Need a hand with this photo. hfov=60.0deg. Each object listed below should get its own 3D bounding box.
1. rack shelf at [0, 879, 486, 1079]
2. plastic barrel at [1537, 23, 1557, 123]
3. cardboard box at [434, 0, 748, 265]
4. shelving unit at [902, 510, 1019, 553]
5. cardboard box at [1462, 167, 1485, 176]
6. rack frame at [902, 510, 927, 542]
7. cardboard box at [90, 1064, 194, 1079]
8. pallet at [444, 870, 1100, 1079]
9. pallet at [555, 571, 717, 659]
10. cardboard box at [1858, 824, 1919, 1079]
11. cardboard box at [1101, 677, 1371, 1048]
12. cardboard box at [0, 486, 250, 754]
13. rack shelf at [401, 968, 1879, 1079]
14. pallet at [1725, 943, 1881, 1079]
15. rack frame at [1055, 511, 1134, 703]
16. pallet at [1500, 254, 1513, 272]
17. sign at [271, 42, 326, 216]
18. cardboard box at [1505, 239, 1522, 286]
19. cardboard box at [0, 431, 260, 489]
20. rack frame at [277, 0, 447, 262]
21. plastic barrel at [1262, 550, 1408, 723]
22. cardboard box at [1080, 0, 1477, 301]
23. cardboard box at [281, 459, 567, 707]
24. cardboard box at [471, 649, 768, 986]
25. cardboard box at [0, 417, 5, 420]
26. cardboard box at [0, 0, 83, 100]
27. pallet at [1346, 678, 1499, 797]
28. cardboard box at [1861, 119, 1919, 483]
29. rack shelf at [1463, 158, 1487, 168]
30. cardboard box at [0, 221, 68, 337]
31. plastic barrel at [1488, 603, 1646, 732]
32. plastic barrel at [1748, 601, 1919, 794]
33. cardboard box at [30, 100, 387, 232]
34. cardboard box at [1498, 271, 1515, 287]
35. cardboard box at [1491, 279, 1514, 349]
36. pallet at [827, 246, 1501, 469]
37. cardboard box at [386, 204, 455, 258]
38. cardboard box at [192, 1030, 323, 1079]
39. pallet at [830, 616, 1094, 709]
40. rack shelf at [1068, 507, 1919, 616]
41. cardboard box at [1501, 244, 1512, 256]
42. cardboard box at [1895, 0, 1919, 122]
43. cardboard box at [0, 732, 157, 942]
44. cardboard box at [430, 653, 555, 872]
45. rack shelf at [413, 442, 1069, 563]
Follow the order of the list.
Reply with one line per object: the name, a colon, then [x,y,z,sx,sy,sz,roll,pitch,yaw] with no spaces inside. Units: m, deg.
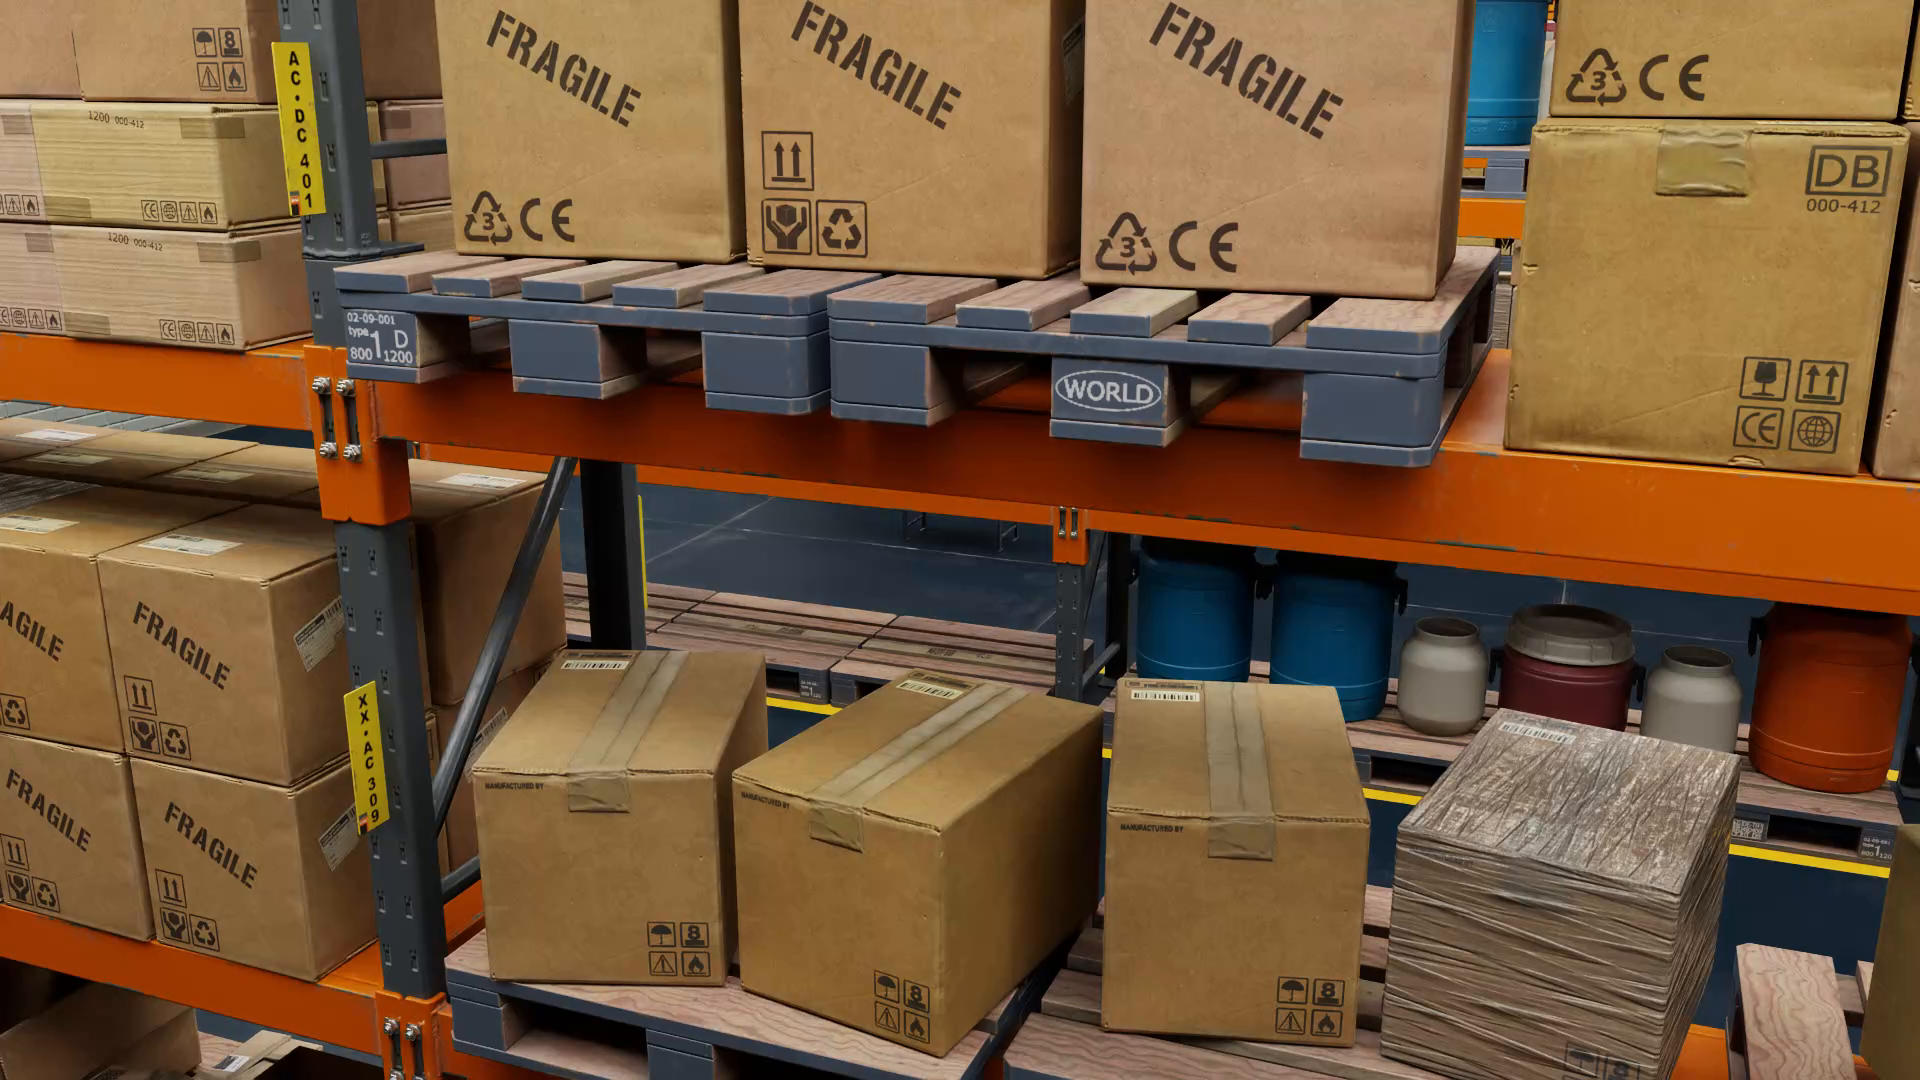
rack shelf: [-2.954,0.888,5.024,4.000,0.370,1.077,6,17,21]
plastic barrel: [2.744,-1.977,7.228,0.433,0.535,0.433,0,16,0]
cardboard box: [-0.652,-0.920,3.471,0.600,0.600,0.600,5,17,15]
shelving unit: [0.006,-0.720,11.962,0.755,1.500,0.431,6,17,21]
cardboard box: [6.485,-4.800,21.356,0.500,0.500,0.500,6,17,21]
rack frame: [-0.334,-0.757,12.091,0.023,1.500,0.400,6,17,21]
cardboard box: [-2.425,1.766,4.744,0.500,0.311,0.500,6,17,21]
pallet: [-0.390,0.950,3.867,1.213,0.211,1.003,6,17,21]
pallet: [-2.240,0.488,10.116,1.213,0.211,1.003,6,17,21]
cardboard box: [2.001,0.872,2.858,0.500,0.500,0.700,1,16,2]
cardboard box: [0.573,0.662,3.579,0.500,0.500,0.700,2,16,7]
cardboard box: [-2.136,0.183,4.190,0.500,0.500,0.500,6,17,20]
rack shelf: [0.767,1.297,3.614,4.000,0.370,1.077,6,17,21]
pallet: [1.972,1.198,3.012,1.003,0.211,1.213,6,17,21]
rack frame: [0.728,-0.537,8.643,0.127,3.000,1.000,6,17,21]
pallet: [5.117,-2.889,17.090,1.213,0.211,1.003,6,17,21]
sign: [-1.285,-0.800,3.241,0.005,0.325,0.100,6,17,21]
cardboard box: [4.360,-2.155,12.239,0.637,0.503,0.797,7,18,22]
cardboard box: [-2.386,-0.007,4.846,0.500,0.500,0.500,6,17,19]
rack frame: [-1.093,-2.134,3.382,0.127,3.000,1.000,6,17,21]
plastic barrel: [1.886,0.402,8.420,0.708,0.901,0.600,6,17,21]
cardboard box: [0.590,-0.784,3.003,0.600,0.600,0.600,6,17,18]
cardboard box: [-1.428,0.098,4.483,0.500,0.500,0.500,7,18,22]
cardboard box: [-0.735,0.604,3.780,0.500,0.500,0.700,1,16,2]
cardboard box: [-3.345,-0.112,5.208,0.500,0.500,0.500,7,18,22]
cardboard box: [-1.973,-1.349,4.087,0.500,0.500,0.700,6,17,21]
pallet: [2.569,1.016,8.294,1.213,0.211,1.003,6,17,21]
cardboard box: [1.735,-0.420,2.681,0.500,0.500,0.910,6,17,21]
rack shelf: [4.406,-2.712,12.045,4.000,0.370,1.077,6,17,21]
cardboard box: [-2.104,-0.656,3.941,0.500,0.250,0.500,6,17,21]
plastic barrel: [2.937,0.668,8.066,0.708,0.588,0.600,6,17,21]
plastic barrel: [3.987,0.667,7.634,0.708,0.830,0.600,6,17,21]
cardboard box: [-1.645,-0.840,3.681,0.500,0.250,0.500,6,17,21]
cardboard box: [4.027,-1.788,12.774,0.500,0.500,0.500,6,17,20]
cardboard box: [3.815,-1.655,12.315,0.500,0.500,0.500,6,17,19]
pallet: [0.454,-0.413,3.172,1.003,0.211,1.213,6,17,21]
cardboard box: [-1.455,-0.735,4.214,0.500,0.250,0.500,6,17,21]
cardboard box: [-2.213,1.712,5.190,0.250,0.166,0.380,6,17,21]
pallet: [0.029,0.737,9.256,1.213,0.211,1.003,6,17,21]
rack shelf: [2.588,0.013,8.038,4.000,0.370,1.077,6,17,21]
cardboard box: [5.381,-2.940,16.616,0.250,0.149,0.380,6,17,21]
cardboard box: [1.750,-0.911,2.577,0.500,0.500,0.500,6,17,21]
cardboard box: [-2.132,0.662,4.332,0.500,0.500,0.500,7,18,22]
cardboard box: [-1.467,0.577,4.628,0.500,0.500,0.500,7,18,22]
rack shelf: [-1.133,-0.396,9.448,4.000,0.370,1.077,6,17,21]
